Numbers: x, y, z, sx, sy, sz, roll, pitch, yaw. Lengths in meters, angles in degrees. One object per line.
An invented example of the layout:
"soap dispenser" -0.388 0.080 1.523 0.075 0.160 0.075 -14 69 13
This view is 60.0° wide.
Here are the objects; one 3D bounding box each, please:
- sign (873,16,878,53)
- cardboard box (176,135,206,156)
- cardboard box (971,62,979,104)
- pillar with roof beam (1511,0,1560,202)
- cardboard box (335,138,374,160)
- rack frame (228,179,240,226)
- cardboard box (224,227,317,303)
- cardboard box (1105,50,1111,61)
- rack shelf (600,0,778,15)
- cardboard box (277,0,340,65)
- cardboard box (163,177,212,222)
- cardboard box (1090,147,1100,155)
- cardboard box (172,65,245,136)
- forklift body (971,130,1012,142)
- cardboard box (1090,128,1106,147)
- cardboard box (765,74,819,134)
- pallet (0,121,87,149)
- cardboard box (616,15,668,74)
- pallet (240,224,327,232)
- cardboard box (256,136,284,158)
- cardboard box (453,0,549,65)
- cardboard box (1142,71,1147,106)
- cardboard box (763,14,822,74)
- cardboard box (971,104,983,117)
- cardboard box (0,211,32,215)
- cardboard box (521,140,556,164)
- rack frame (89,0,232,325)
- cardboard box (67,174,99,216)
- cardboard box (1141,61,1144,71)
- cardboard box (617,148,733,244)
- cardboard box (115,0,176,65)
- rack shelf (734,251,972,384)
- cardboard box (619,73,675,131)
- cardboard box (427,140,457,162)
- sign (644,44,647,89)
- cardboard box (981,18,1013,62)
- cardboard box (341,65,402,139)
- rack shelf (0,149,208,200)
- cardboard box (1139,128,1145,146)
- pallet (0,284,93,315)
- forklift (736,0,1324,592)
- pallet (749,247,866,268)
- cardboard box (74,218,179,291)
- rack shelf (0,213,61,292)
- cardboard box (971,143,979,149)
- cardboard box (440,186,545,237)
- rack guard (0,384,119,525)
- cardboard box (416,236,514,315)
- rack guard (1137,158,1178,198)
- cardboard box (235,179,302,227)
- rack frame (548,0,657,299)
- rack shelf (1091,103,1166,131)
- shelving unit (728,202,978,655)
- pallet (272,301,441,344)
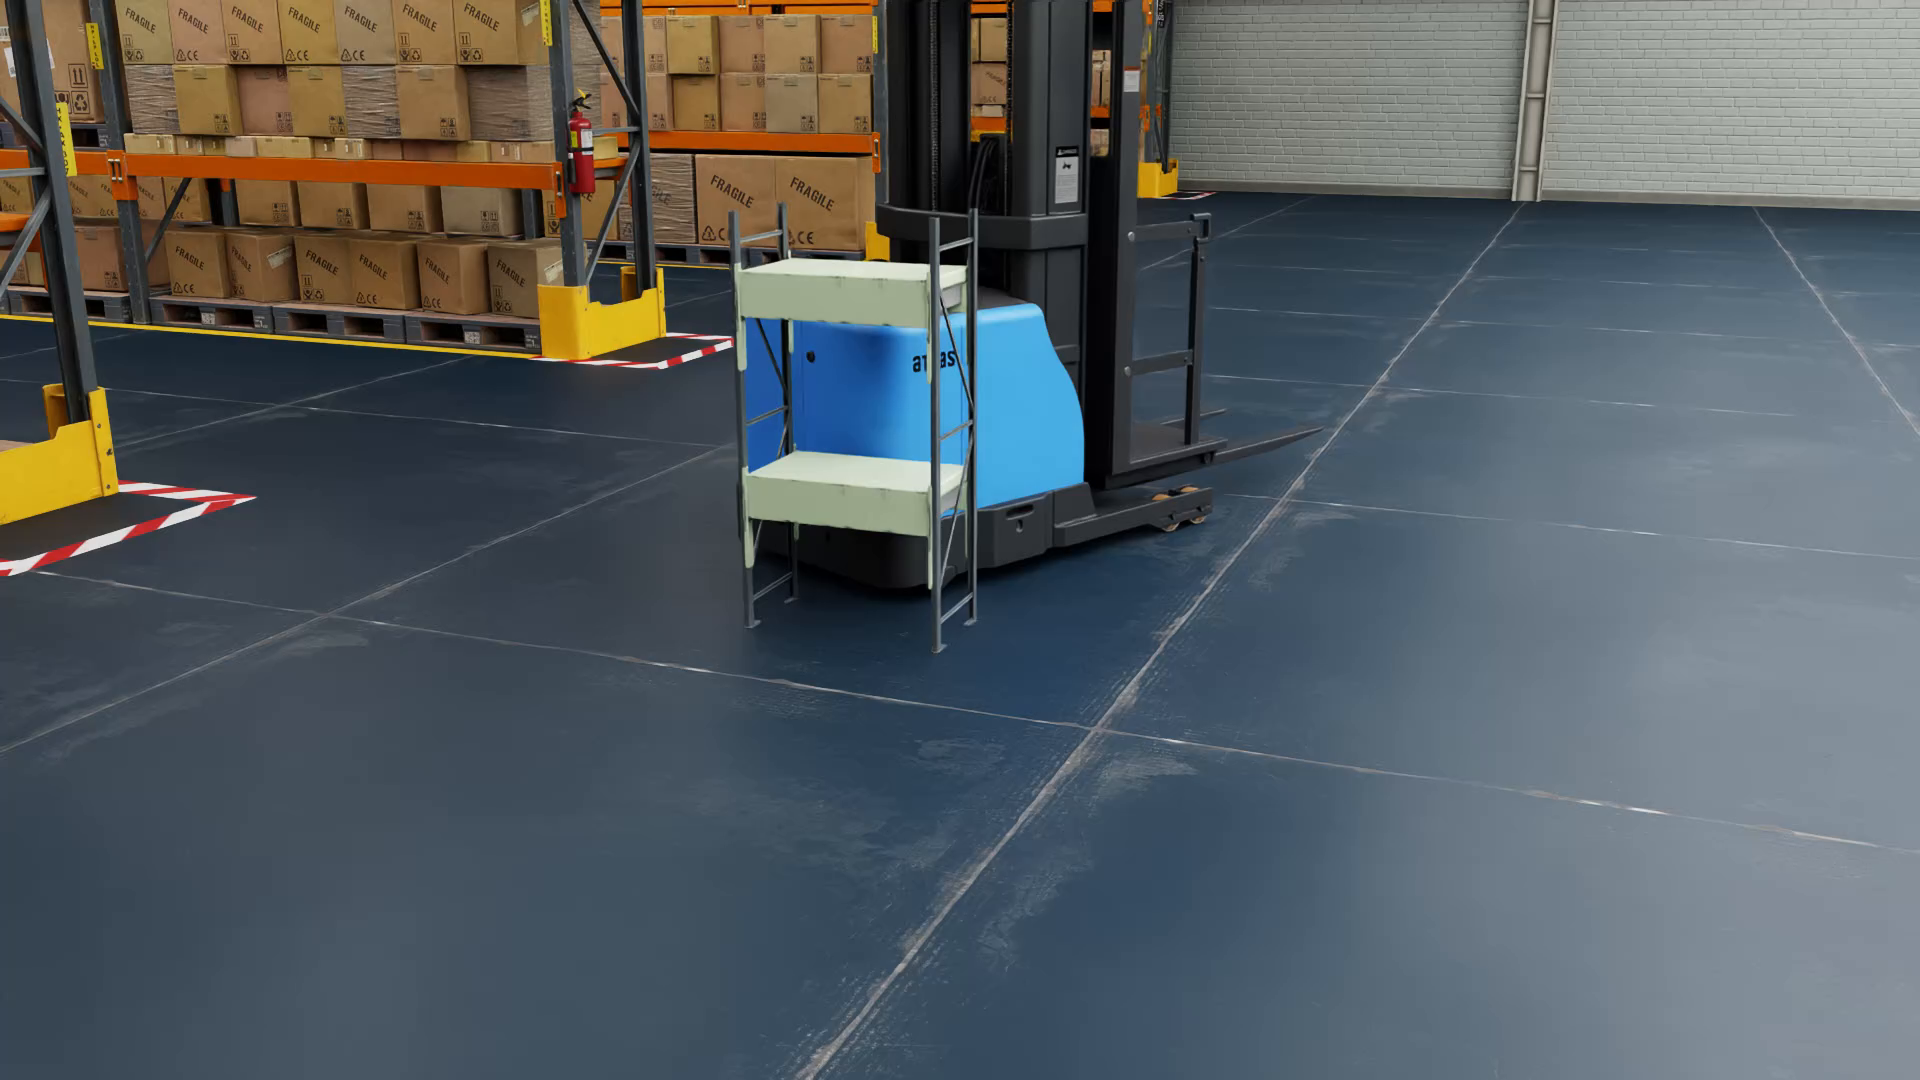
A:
"sign" -0.778 -4.640 15.274 0.005 0.325 0.100 6 17 21
"cardboard box" -5.641 -2.974 12.489 0.250 0.149 0.380 6 17 21
"cardboard box" 0.086 -5.631 20.476 0.500 0.500 0.500 6 17 21
"pillar with roof beam" 6.659 -8.147 19.095 0.400 9.000 9.100 6 17 21
"cardboard box" -4.255 -2.814 11.938 0.250 0.149 0.380 6 17 21
"rack frame" -8.008 -4.928 18.767 0.127 3.000 1.000 6 17 21
"cardboard box" -5.308 -2.136 12.880 0.500 0.500 0.500 13 21 38
"cardboard box" 2.323 -7.193 24.693 0.250 0.149 0.380 6 17 21
"rack shelf" -4.425 -7.112 22.202 4.000 0.370 1.077 6 17 21
"cardboard box" -4.476 -3.651 11.864 0.500 0.500 0.500 6 17 21
"cardboard box" -8.716 -3.928 19.055 0.500 0.500 0.500 6 17 20
"cardboard box" 1.944 -5.835 25.175 0.500 0.250 0.500 6 17 20
"cardboard box" -5.353 -3.311 12.485 0.500 0.500 0.875 6 17 21
"forklift body" 0.541 -6.004 23.998 1.214 2.155 2.313 6 17 21
"cardboard box" 1.954 -6.069 25.085 0.500 0.250 0.500 7 17 22
"cardboard box" -1.447 -4.258 16.192 0.550 0.550 0.875 6 17 21
"pallet" -8.065 -3.368 13.737 1.213 0.211 1.003 6 17 21
"cardboard box" -2.950 -4.945 16.622 0.550 0.550 0.875 6 17 21
"pallet" -7.302 -3.488 18.811 1.213 0.211 1.003 6 17 21
"cardboard box" -4.939 -2.900 12.234 0.250 0.149 0.380 6 17 21
"cardboard box" -3.082 -3.496 11.331 0.500 0.500 0.500 6 17 21
"cardboard box" 2.615 -6.862 25.250 0.500 0.500 0.500 7 18 22
"cardboard box" -1.442 -4.780 16.053 0.550 0.550 0.875 6 17 21
"cardboard box" 0.223 -5.294 20.481 0.250 0.149 0.380 6 17 20
"cardboard box" -8.241 -2.489 14.063 0.500 0.500 0.700 8 18 25
"cardboard box" -2.821 -2.688 11.504 0.250 0.149 0.380 6 17 21
"rack frame" -6.201 -3.242 12.962 0.127 3.000 1.000 6 17 21
"cardboard box" -10.154 -4.090 19.612 0.500 0.500 0.500 7 17 22
"cardboard box" 2.549 -7.013 24.609 0.250 0.149 0.380 7 17 21
"cardboard box" -2.888 -3.526 16.997 0.875 0.875 0.875 6 17 21
"cardboard box" -5.876 -3.801 12.381 0.500 0.500 0.500 6 17 21
"rack shelf" -0.362 -0.784 5.784 0.720 0.370 0.431 6 17 20
"cardboard box" -2.960 -4.420 16.748 0.550 0.550 0.875 6 17 21
"cardboard box" -3.531 -2.756 11.736 0.250 0.149 0.380 6 17 21
"sign" -2.281 -3.390 11.917 0.005 0.325 0.100 6 17 21
"cardboard box" 0.601 -6.070 20.196 0.500 0.500 0.700 6 17 19
"cardboard box" -3.940 -3.170 11.999 0.500 0.500 0.875 6 17 21
"rack shelf" -8.061 -3.101 13.767 4.000 0.370 1.077 6 17 21
"cardboard box" 2.596 -6.151 25.365 0.500 0.250 0.500 6 17 20
"pallet" -8.064 -2.107 14.052 1.213 0.211 1.003 6 17 21
"forklift" 0.491 -1.536 7.208 3.031 2.935 1.130 -15 22 -41
"pallet" -1.338 -2.832 16.549 1.213 0.211 1.003 6 17 21
"cardboard box" -6.764 -2.322 13.485 0.500 0.500 0.700 5 17 16
"rack shelf" -6.158 -1.408 7.933 4.000 0.370 1.077 6 17 21
"cardboard box" 0.315 -4.659 20.675 0.500 0.500 0.500 6 17 21
"cardboard box" -4.897 -3.680 17.751 0.750 0.750 1.050 6 17 20
"rack guard" -4.385 -0.344 7.461 0.348 0.500 1.175 6 17 21
"cardboard box" -3.623 -1.955 12.257 0.500 0.500 0.500 12 20 35
"rack guard" 2.996 -5.488 25.182 0.348 0.500 1.175 6 17 21
"cardboard box" -7.474 -3.963 18.727 0.750 0.750 1.050 6 17 20
"rack frame" -2.480 -2.833 11.552 0.127 3.000 1.000 6 17 21
"rack shelf" 1.114 -6.550 25.647 4.000 0.370 1.077 6 17 21
"shelving unit" -0.362 -0.409 5.893 0.755 1.500 0.431 6 17 20
"pallet" -4.424 -1.719 12.717 1.213 0.211 1.003 6 17 21
